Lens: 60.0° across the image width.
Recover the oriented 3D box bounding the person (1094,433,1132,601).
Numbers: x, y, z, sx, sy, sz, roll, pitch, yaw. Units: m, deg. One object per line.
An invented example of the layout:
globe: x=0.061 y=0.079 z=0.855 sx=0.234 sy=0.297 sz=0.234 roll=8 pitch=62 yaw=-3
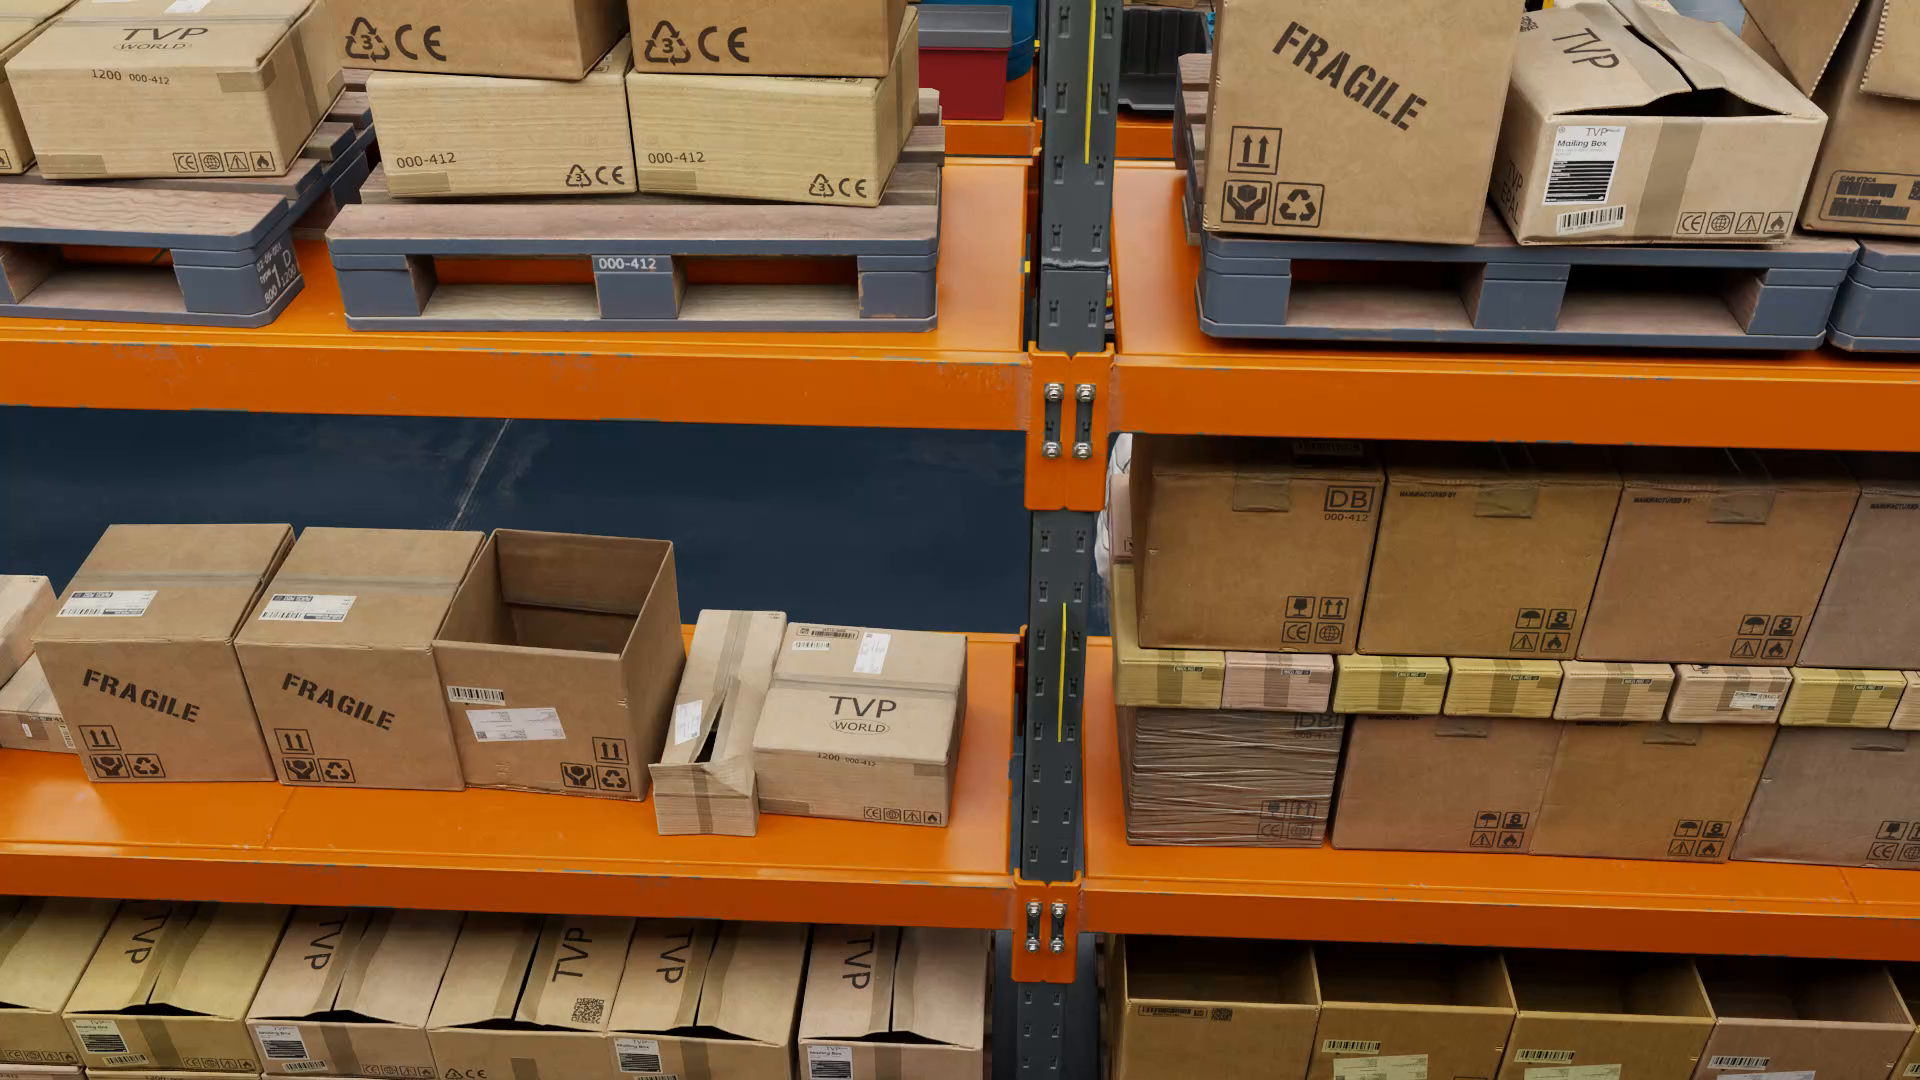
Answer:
person: x=0.673 y=0.096 z=6.012 sx=0.376 sy=1.663 sz=0.532 roll=0 pitch=36 yaw=1
